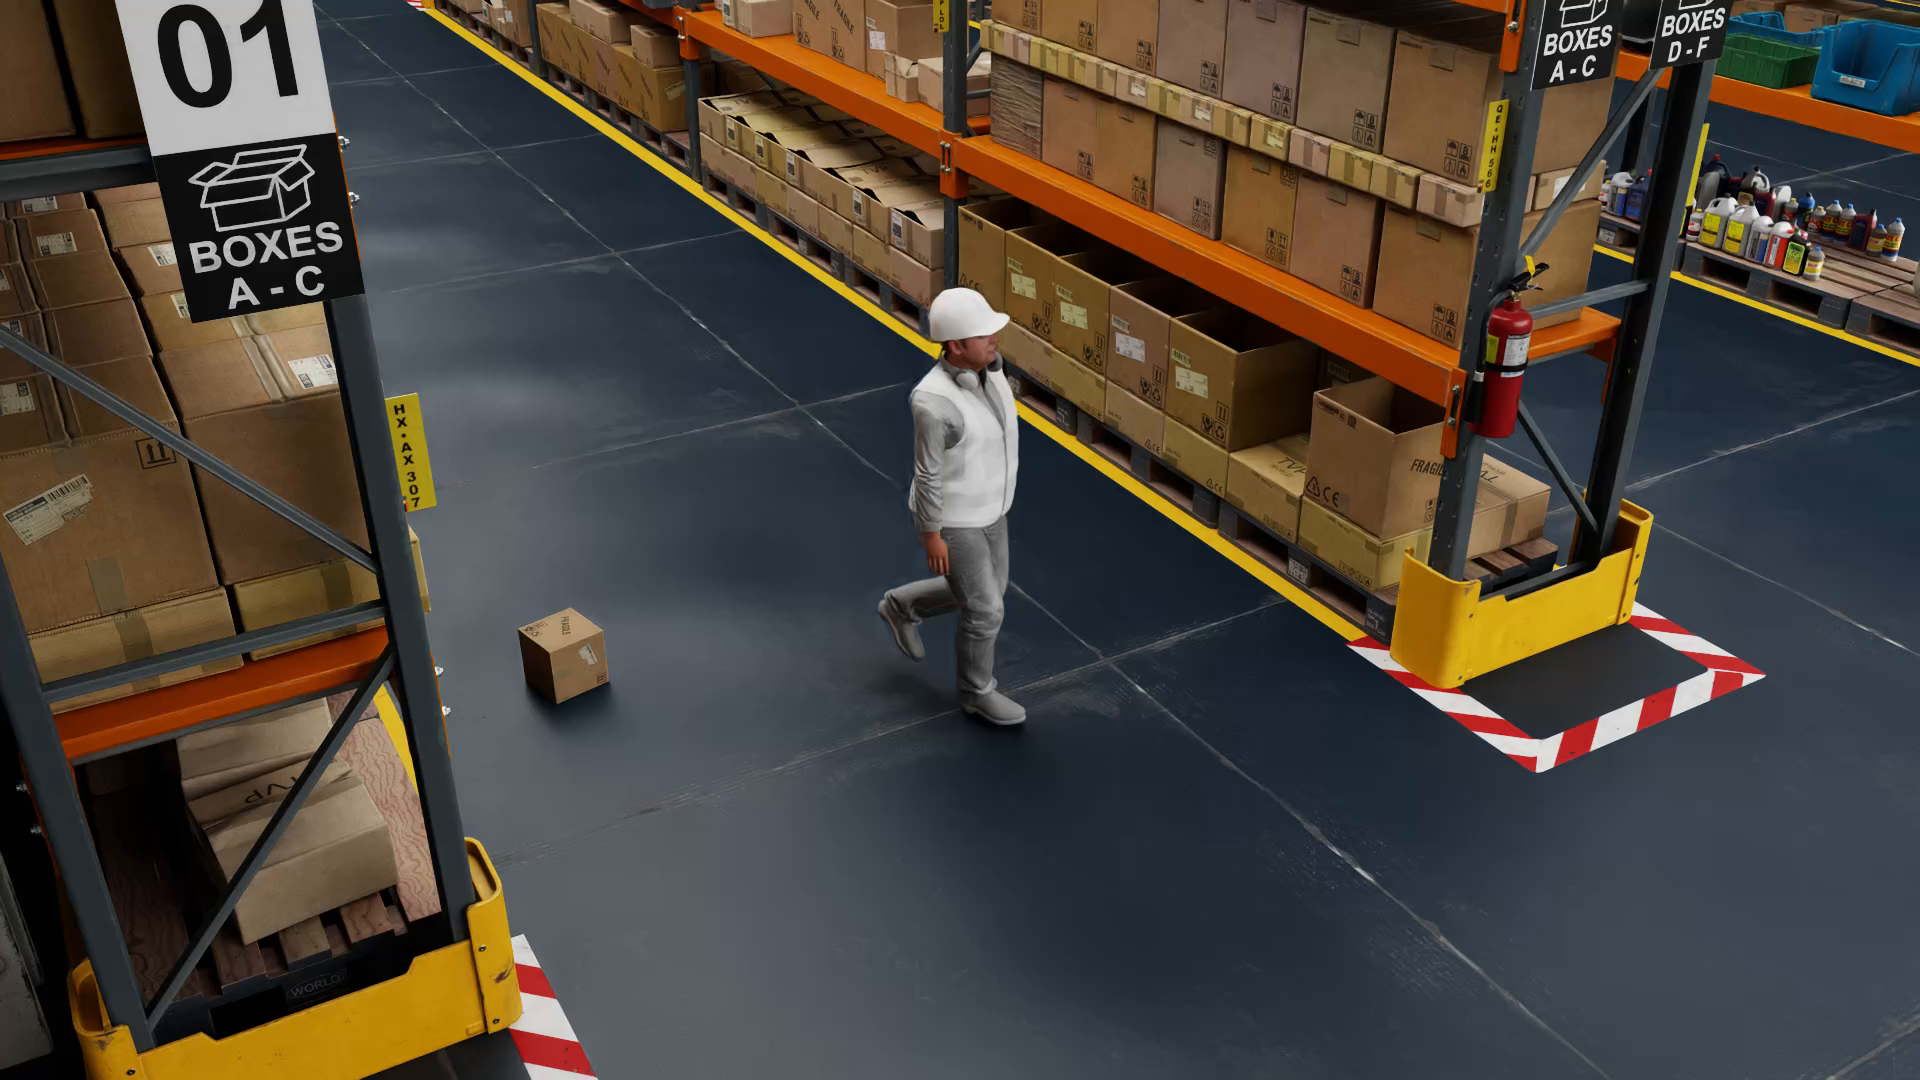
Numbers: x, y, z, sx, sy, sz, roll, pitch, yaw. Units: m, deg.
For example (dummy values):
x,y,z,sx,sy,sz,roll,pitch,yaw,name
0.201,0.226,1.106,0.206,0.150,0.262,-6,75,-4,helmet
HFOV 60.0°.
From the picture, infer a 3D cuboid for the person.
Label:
x,y,z,sx,sy,sz,roll,pitch,yaw,name
-0.036,-0.149,6.340,0.743,1.755,0.549,14,32,24,person
